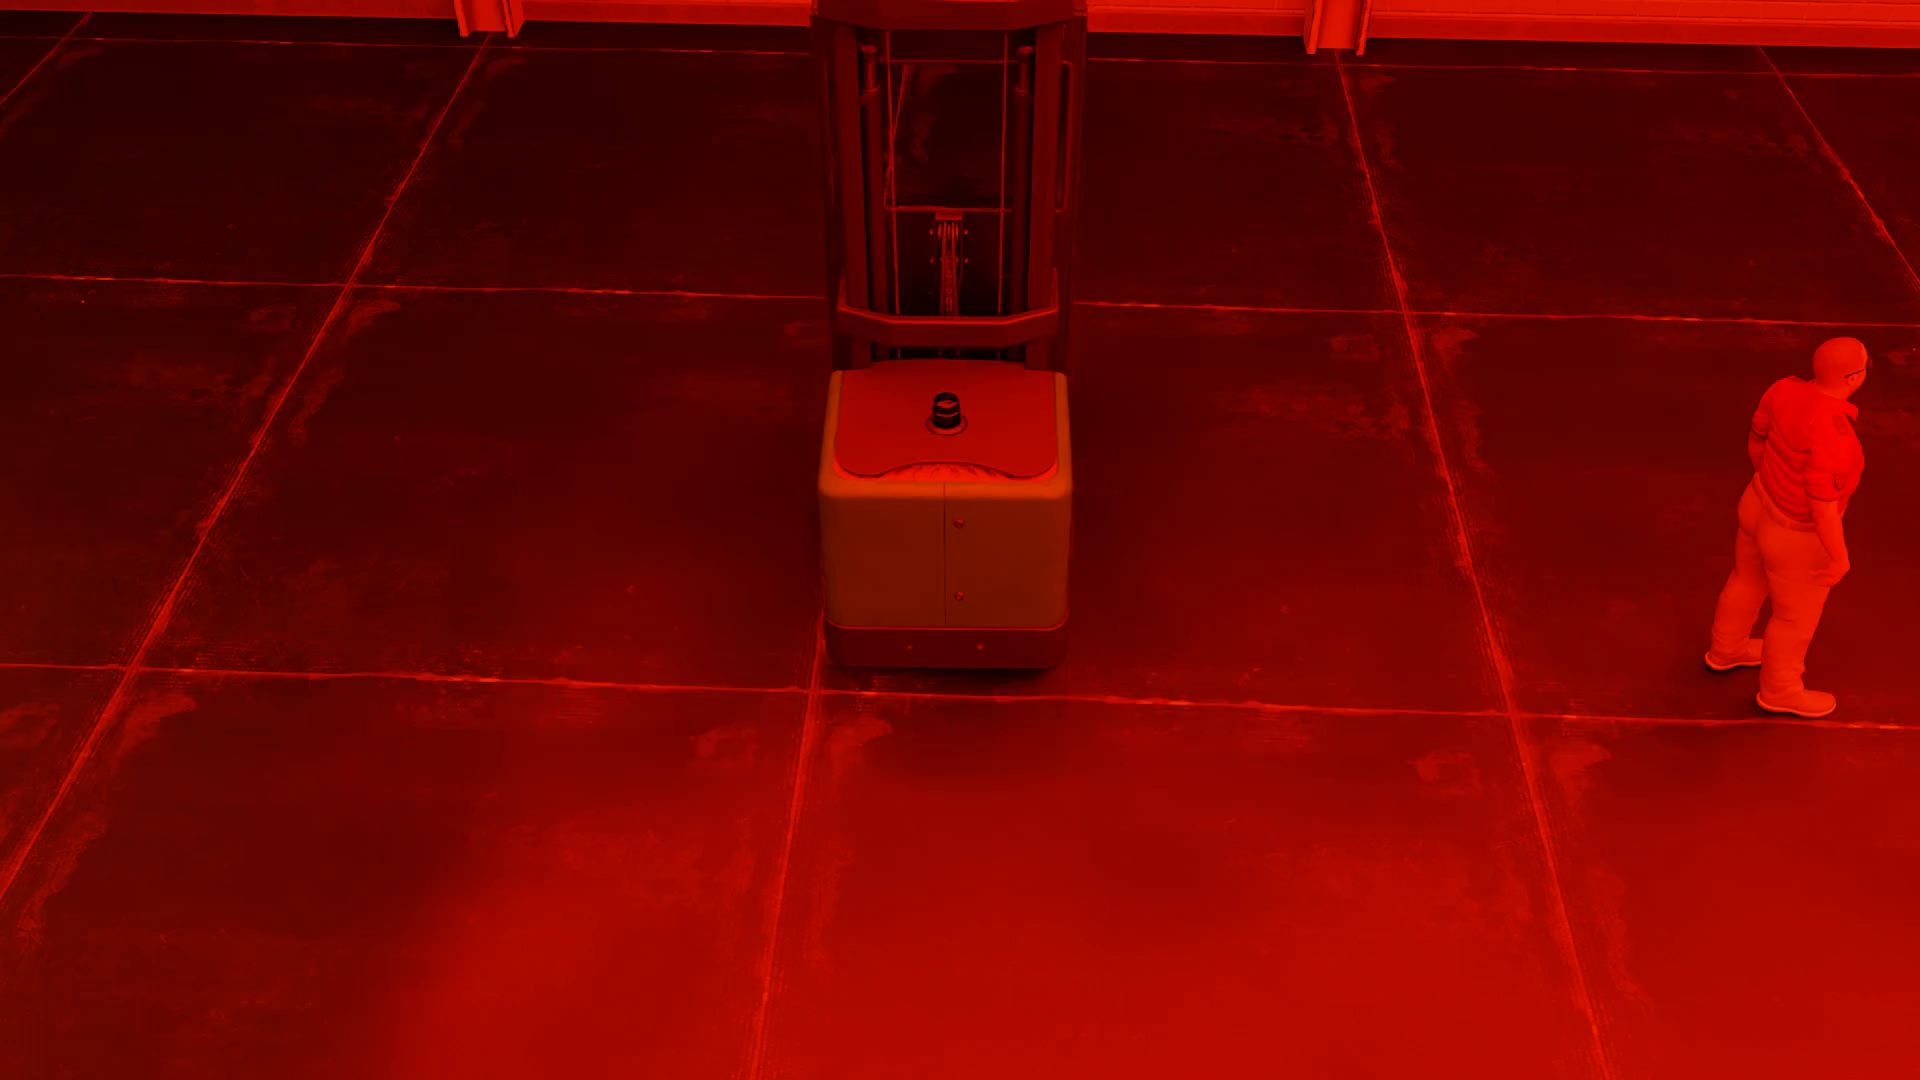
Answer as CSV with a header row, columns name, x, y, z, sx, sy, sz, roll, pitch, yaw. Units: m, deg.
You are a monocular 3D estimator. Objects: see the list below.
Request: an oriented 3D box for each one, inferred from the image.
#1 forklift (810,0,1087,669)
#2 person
name,x,y,z,sx,sy,sz,roll,pitch,yaw
forklift,-0.041,-1.496,7.380,1.130,2.935,3.031,1,42,1
person,3.432,-0.076,6.707,0.551,1.727,0.640,-5,43,-6
